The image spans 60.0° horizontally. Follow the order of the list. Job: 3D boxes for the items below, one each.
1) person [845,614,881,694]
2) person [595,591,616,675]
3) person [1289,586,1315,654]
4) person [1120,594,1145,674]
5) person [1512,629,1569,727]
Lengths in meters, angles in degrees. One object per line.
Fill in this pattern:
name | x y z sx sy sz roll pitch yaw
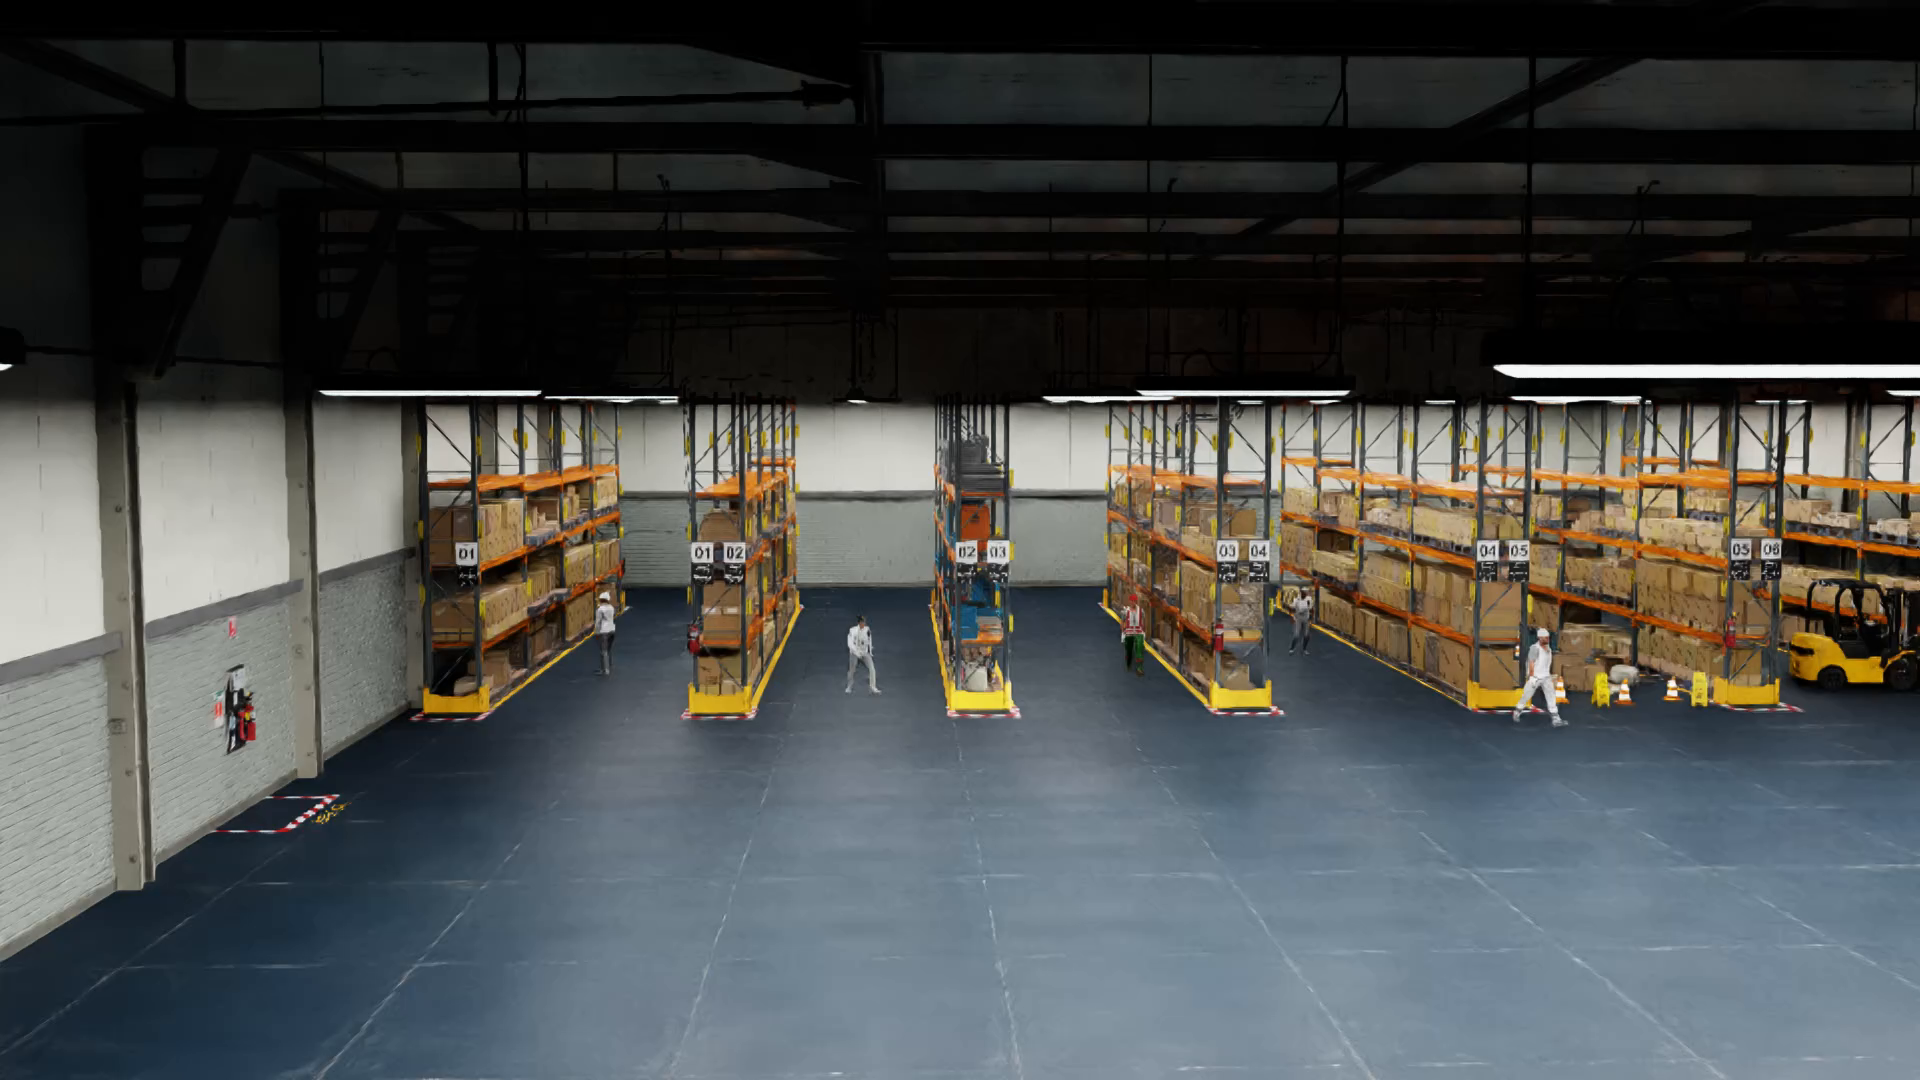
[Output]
person | -1.983 2.256 33.173 0.643 1.612 0.794 -2 5 -20
person | -7.632 1.978 35.550 0.499 1.774 0.578 2 5 27
person | 7.892 1.841 38.417 0.592 1.629 0.526 0 5 -5
person | 3.713 1.995 35.660 0.553 1.705 1.103 0 5 2
person | 10.401 2.459 29.830 0.582 1.761 0.947 -2 5 -28
